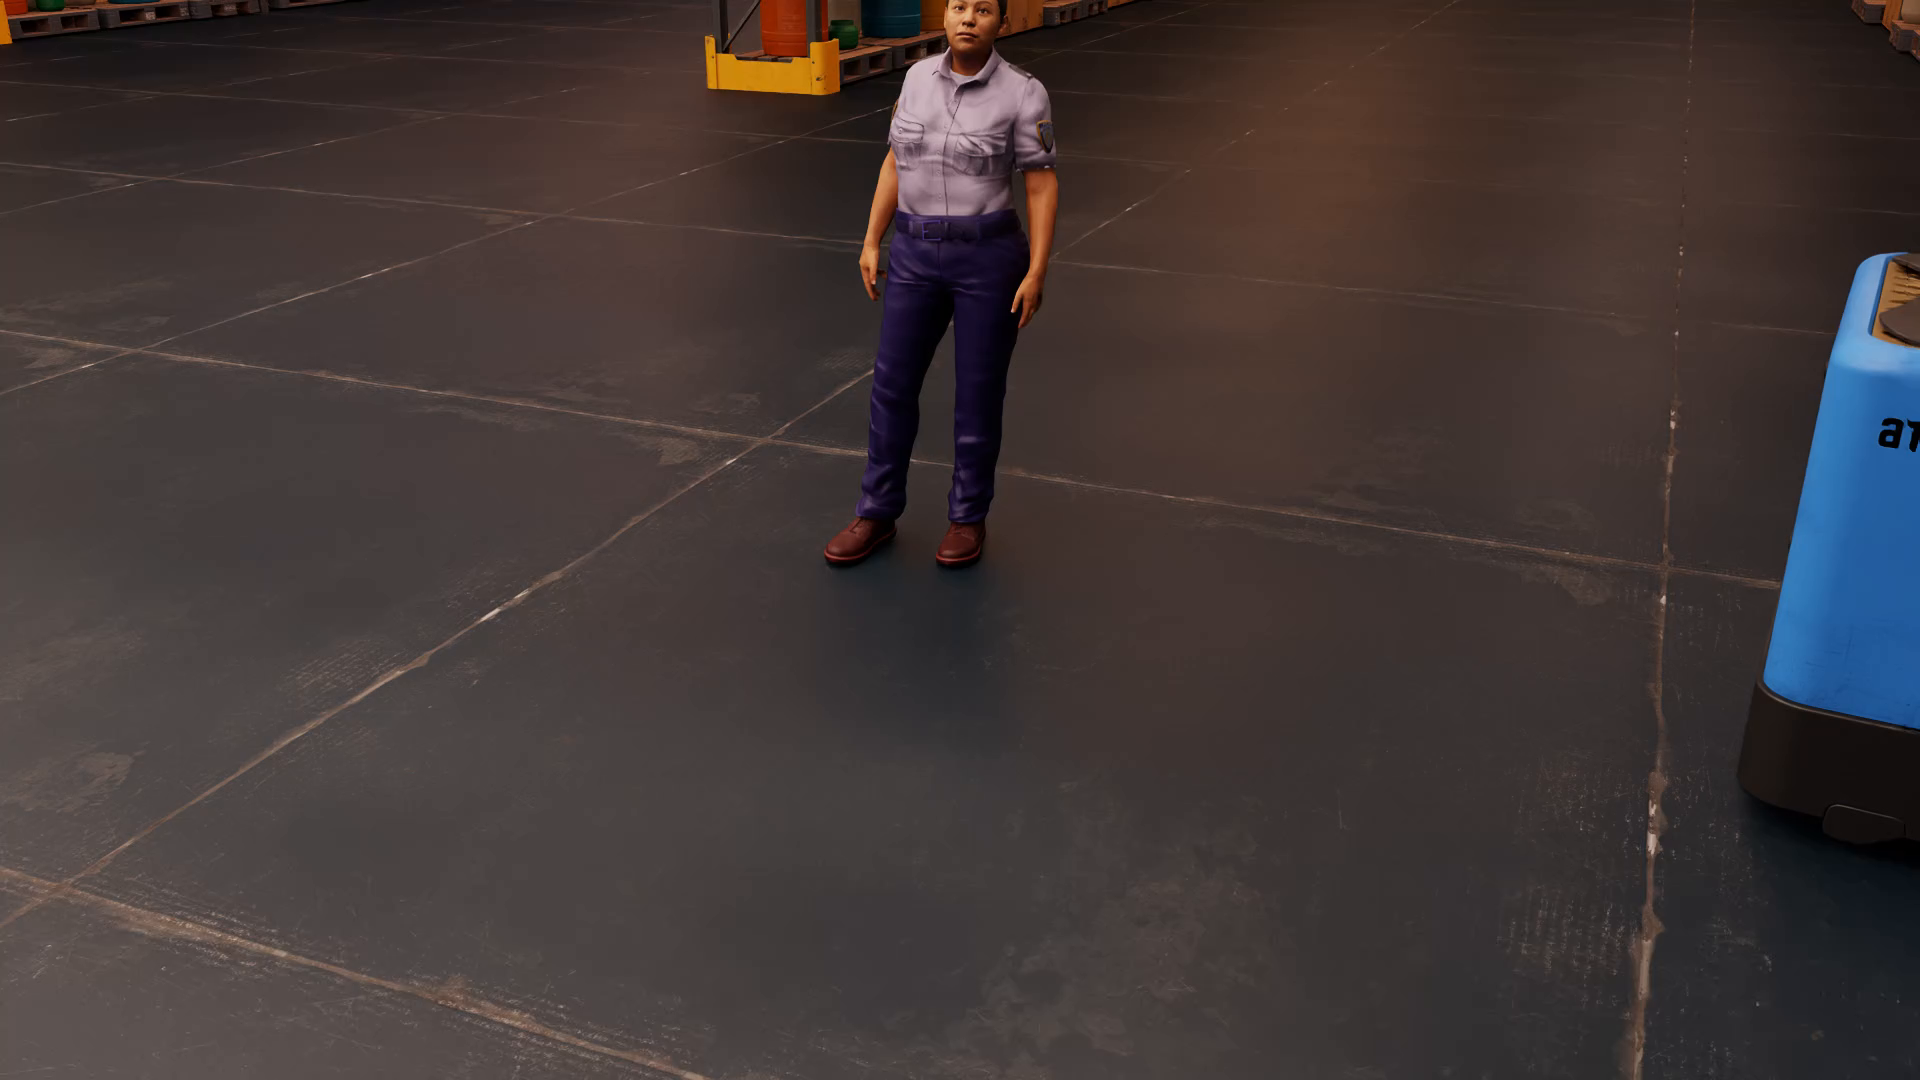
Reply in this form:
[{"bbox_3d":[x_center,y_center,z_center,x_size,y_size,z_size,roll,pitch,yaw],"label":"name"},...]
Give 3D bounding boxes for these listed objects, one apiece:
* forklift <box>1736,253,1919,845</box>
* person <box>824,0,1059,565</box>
[{"bbox_3d":[3.238,-0.620,2.777,3.031,2.935,1.130,12,26,27],"label":"forklift"},{"bbox_3d":[-0.055,-0.738,4.704,0.599,1.650,0.503,9,24,21],"label":"person"}]
